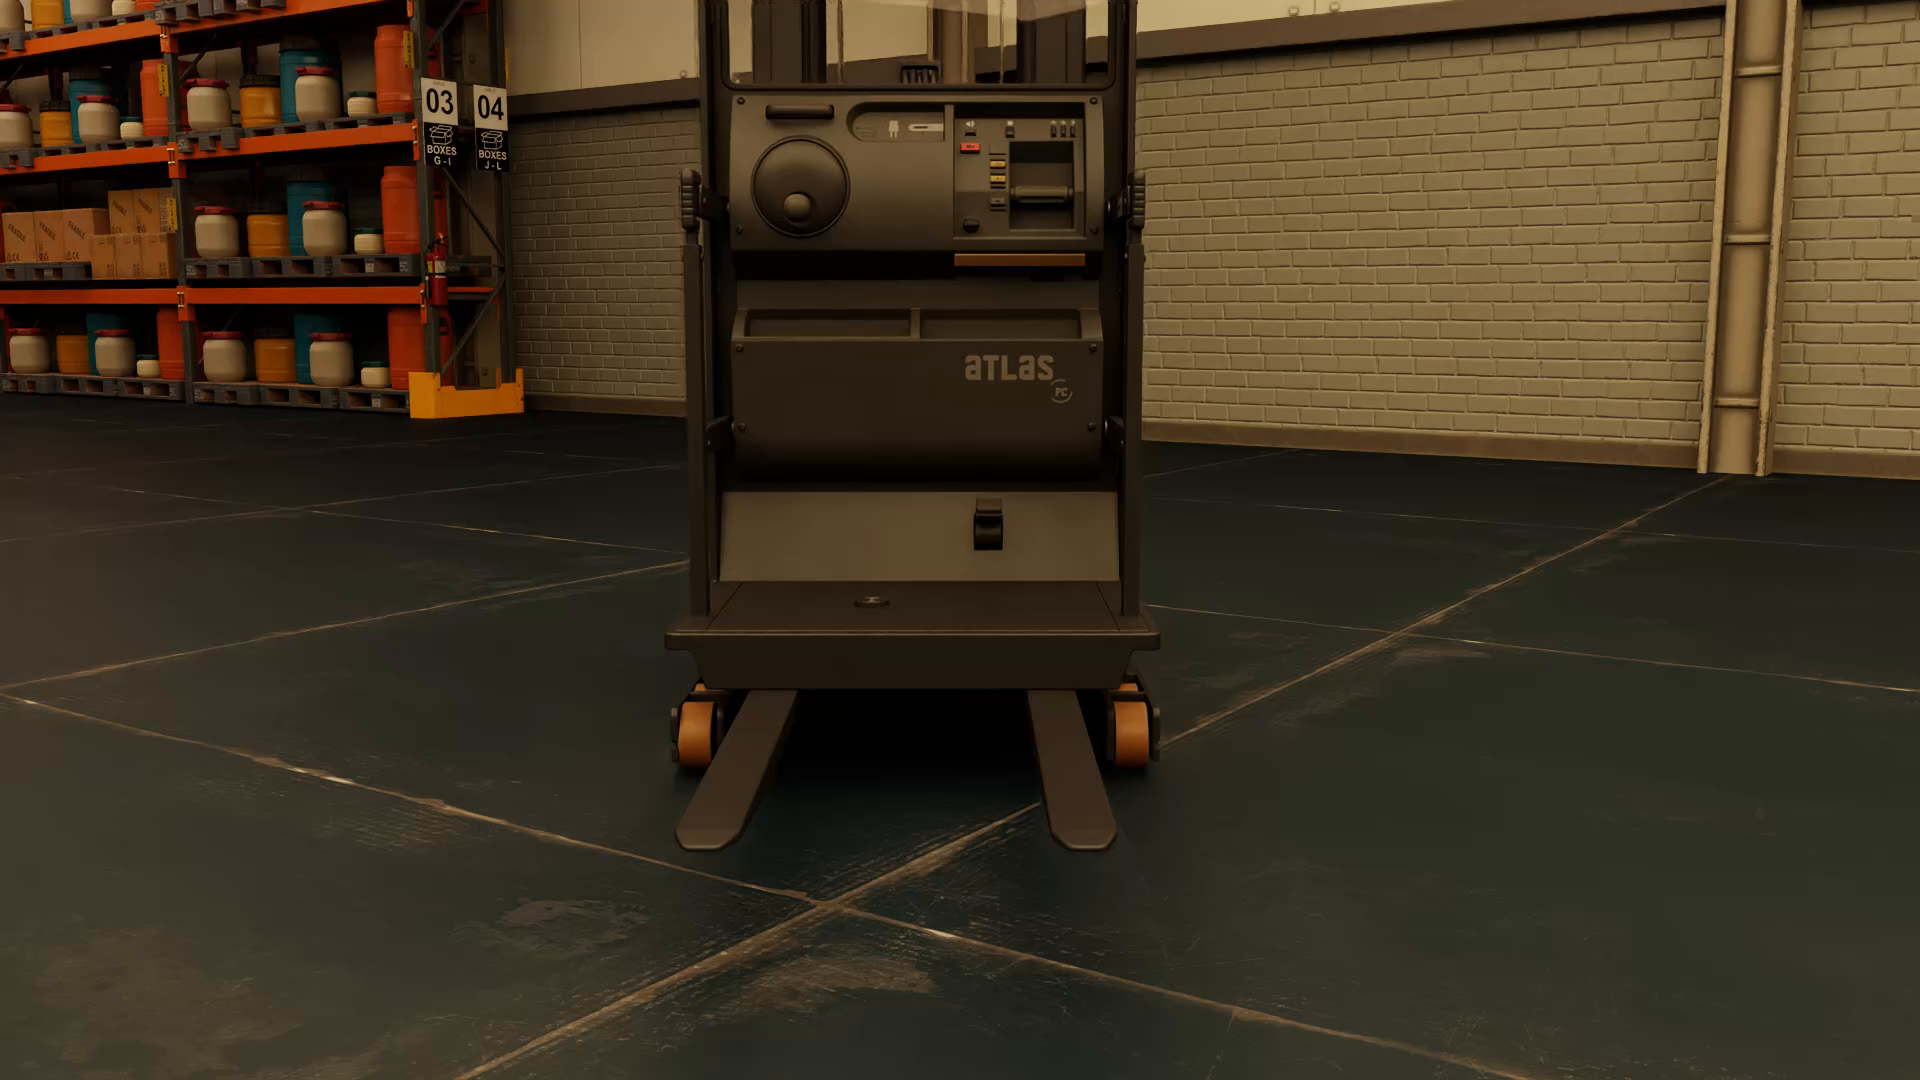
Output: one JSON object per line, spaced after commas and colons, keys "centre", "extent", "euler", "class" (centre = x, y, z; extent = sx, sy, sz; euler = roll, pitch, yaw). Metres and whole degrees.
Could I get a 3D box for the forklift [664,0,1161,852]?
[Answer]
{"centre": [-0.104, -0.959, 3.939], "extent": [1.130, 2.935, 3.031], "euler": [0, 8, 0], "class": "forklift"}
